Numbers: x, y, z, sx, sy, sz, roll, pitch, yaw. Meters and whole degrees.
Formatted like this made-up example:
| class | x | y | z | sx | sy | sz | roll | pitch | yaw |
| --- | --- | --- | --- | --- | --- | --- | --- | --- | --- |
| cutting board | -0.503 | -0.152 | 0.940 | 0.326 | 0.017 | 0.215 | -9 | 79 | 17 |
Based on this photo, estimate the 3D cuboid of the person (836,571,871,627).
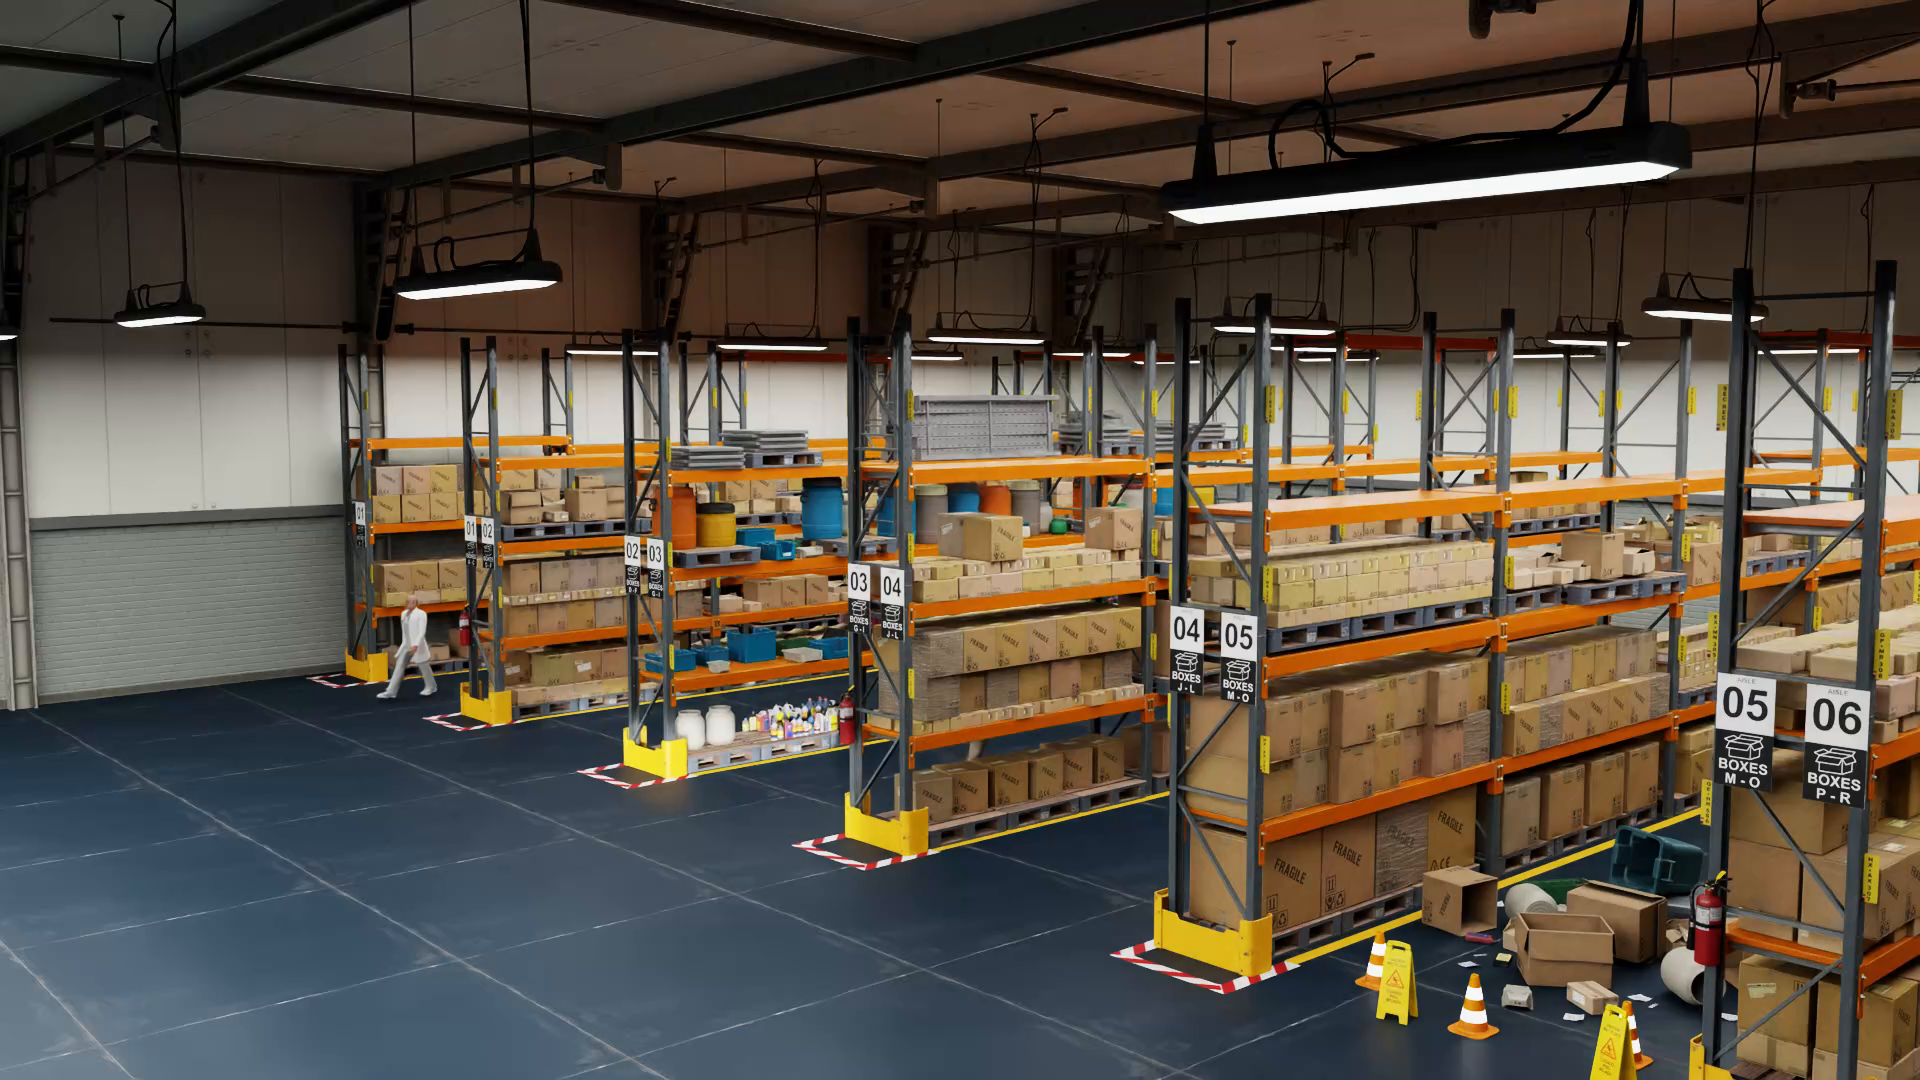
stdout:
| class | x | y | z | sx | sy | sz | roll | pitch | yaw |
| --- | --- | --- | --- | --- | --- | --- | --- | --- | --- |
| person | -2.306 | 1.196 | 35.107 | 0.531 | 1.605 | 1.072 | 4 | 7 | 38 |

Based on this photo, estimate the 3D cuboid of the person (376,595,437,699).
| class | x | y | z | sx | sy | sz | roll | pitch | yaw |
| --- | --- | --- | --- | --- | --- | --- | --- | --- | --- |
| person | -9.205 | 1.786 | 27.818 | 0.600 | 1.729 | 1.105 | 2 | 5 | 20 |

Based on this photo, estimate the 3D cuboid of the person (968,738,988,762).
| class | x | y | z | sx | sy | sz | roll | pitch | yaw |
| --- | --- | --- | --- | --- | --- | --- | --- | --- | --- |
| person | 0.259 | 2.388 | 21.776 | 0.547 | 1.777 | 0.609 | 4 | 7 | 38 |
